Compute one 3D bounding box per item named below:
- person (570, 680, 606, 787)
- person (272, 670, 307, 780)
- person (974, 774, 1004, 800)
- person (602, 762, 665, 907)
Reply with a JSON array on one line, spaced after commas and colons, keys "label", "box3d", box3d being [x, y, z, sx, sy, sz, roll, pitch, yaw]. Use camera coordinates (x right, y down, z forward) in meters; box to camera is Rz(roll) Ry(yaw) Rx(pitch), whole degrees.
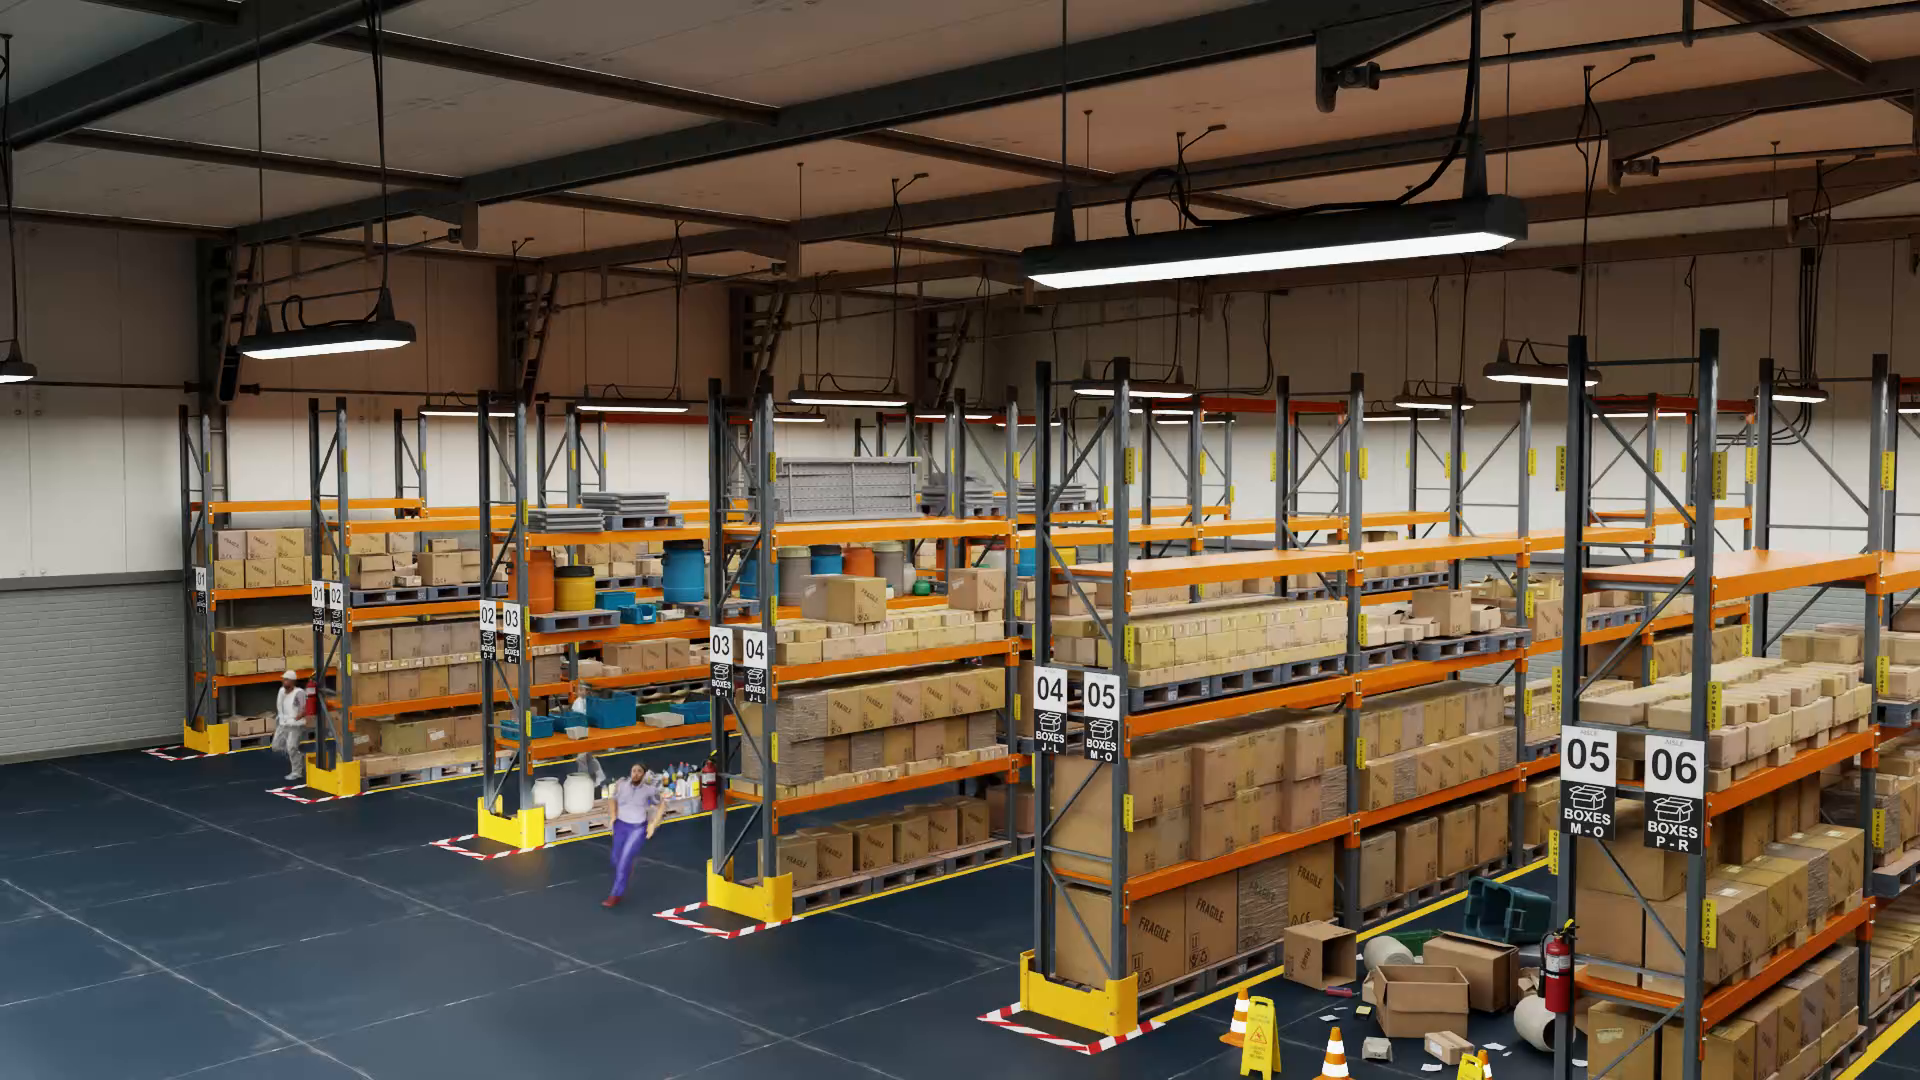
[{"label": "person", "box3d": [-5.648, 2.987, 25.272, 0.600, 1.764, 0.730, 2, 4, 38]}, {"label": "person", "box3d": [-10.565, 2.923, 26.332, 0.701, 1.748, 0.551, 2, 3, 27]}, {"label": "person", "box3d": [0.387, 3.010, 24.011, 0.716, 1.753, 0.901, 2, 4, 39]}, {"label": "person", "box3d": [-3.763, 3.357, 19.187, 0.668, 1.598, 0.808, 1, 3, 14]}]
